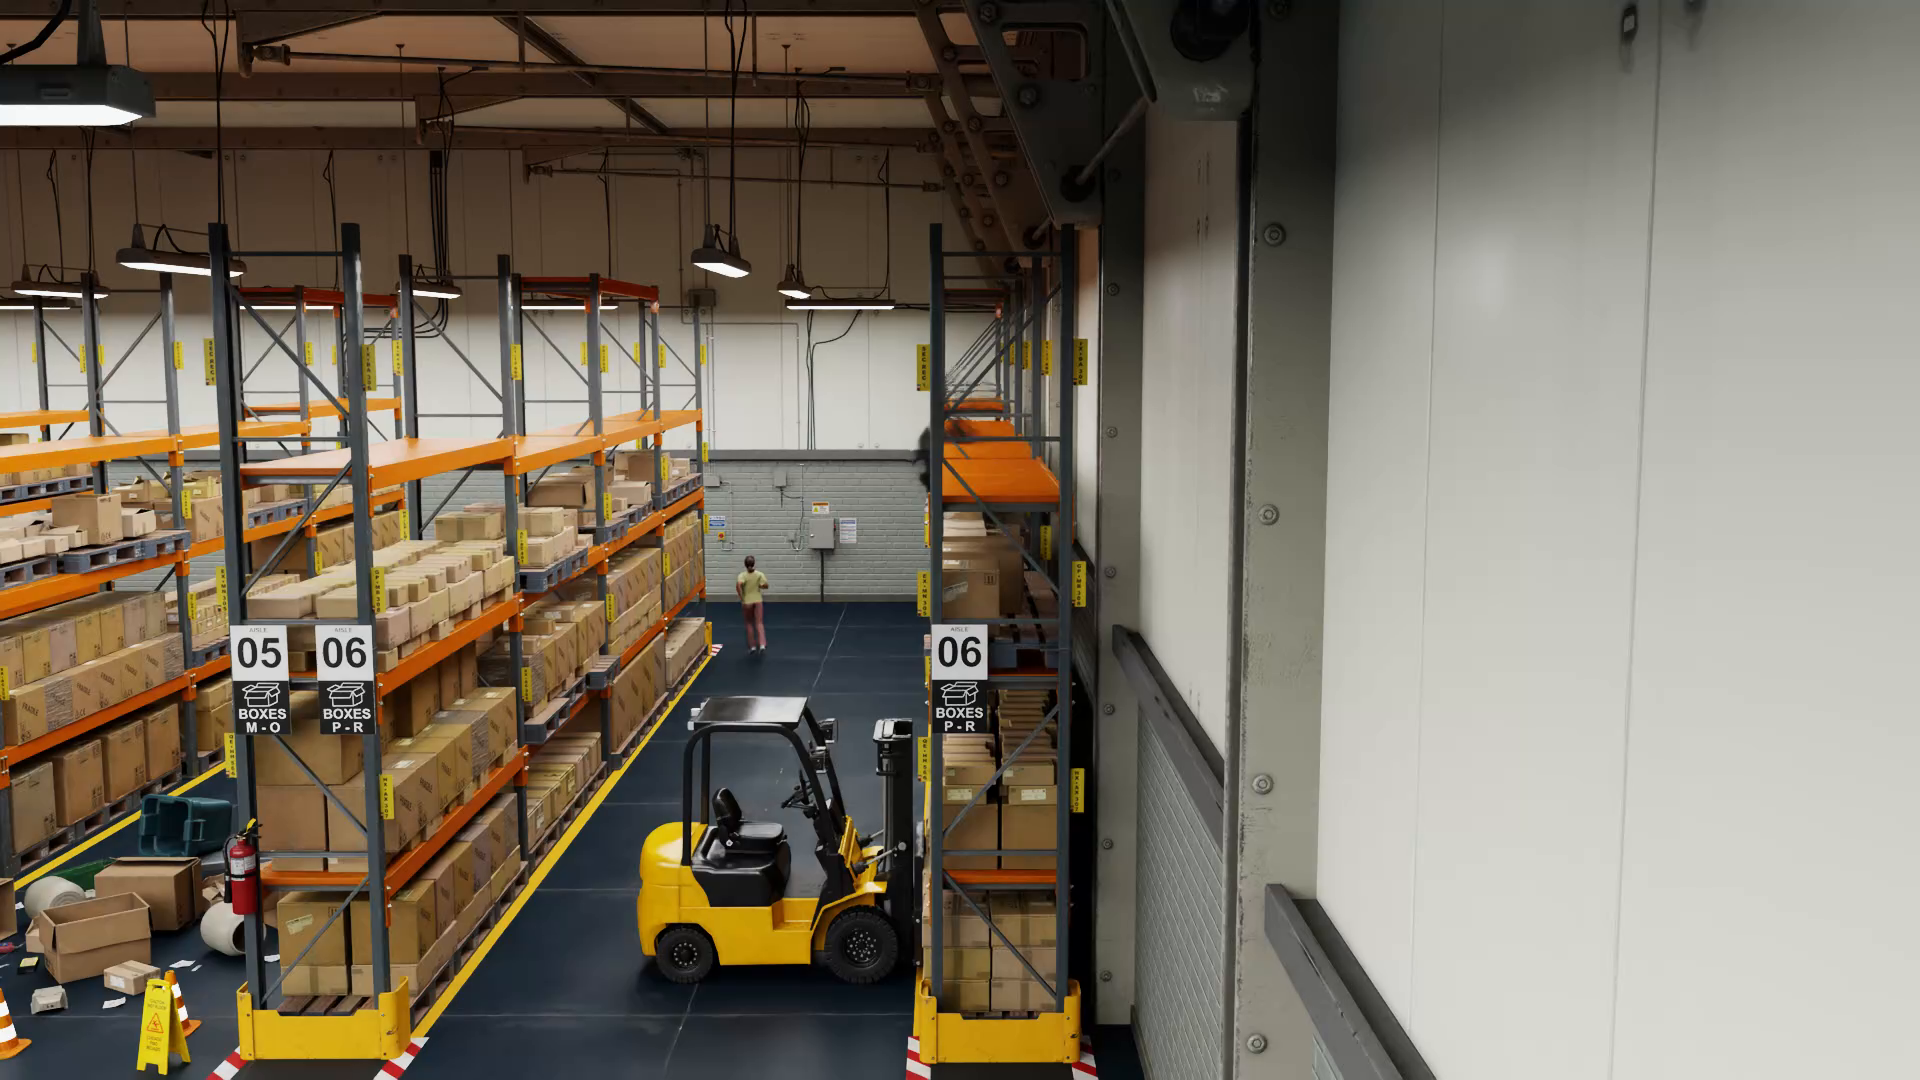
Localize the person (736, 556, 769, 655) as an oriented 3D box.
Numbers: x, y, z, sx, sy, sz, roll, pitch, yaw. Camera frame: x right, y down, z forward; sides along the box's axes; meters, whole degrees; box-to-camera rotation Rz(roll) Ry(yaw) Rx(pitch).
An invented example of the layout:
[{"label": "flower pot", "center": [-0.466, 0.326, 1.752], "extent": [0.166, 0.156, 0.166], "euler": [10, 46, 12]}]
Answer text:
[{"label": "person", "center": [-3.464, 1.101, 27.675], "extent": [0.585, 1.688, 0.846], "euler": [-2, 7, -16]}]
